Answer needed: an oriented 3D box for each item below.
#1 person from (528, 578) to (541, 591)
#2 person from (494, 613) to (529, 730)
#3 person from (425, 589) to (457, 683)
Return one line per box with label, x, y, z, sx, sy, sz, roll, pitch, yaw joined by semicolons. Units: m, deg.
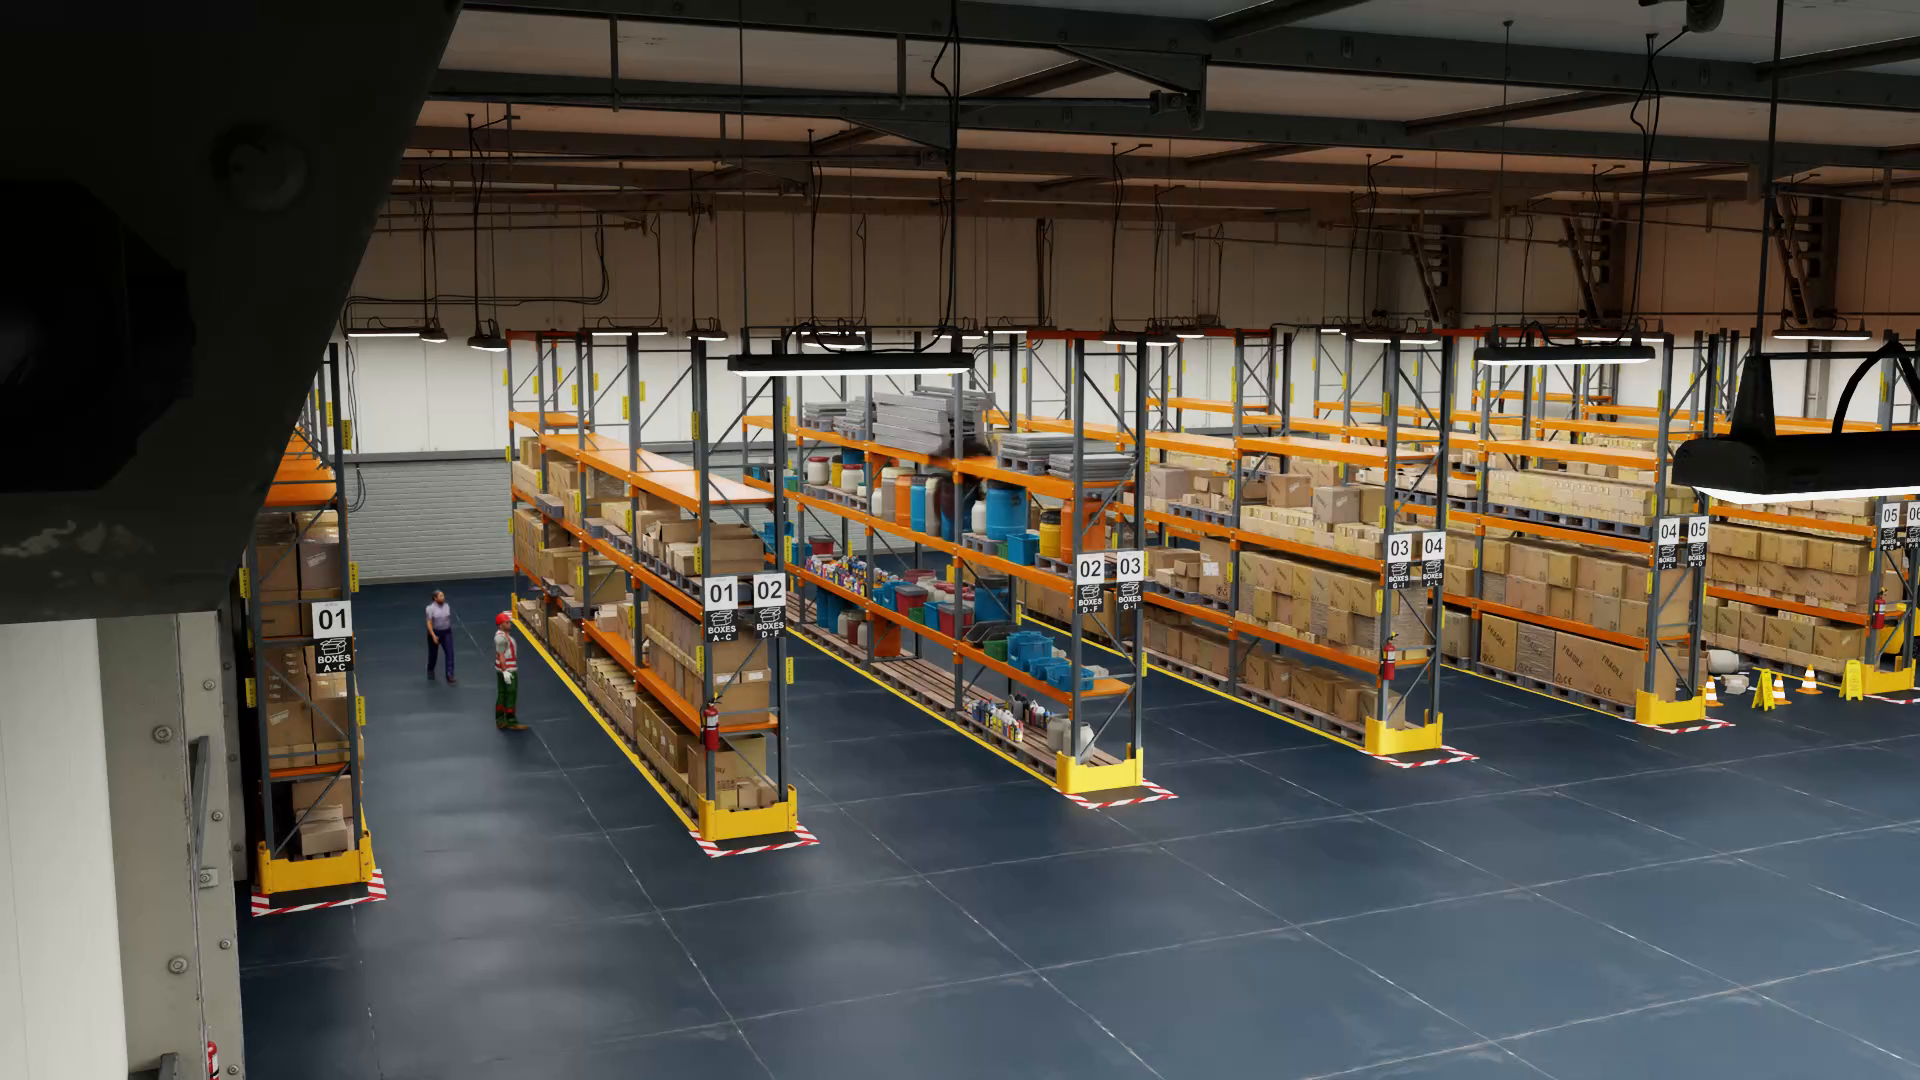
person;-9.661;0.341;38.009;0.463;1.662;0.504;-1;8;-9
person;-6.888;1.997;25.415;0.461;1.799;0.578;-4;9;-27
person;-8.991;1.647;28.694;0.452;1.605;0.978;-4;9;-29
